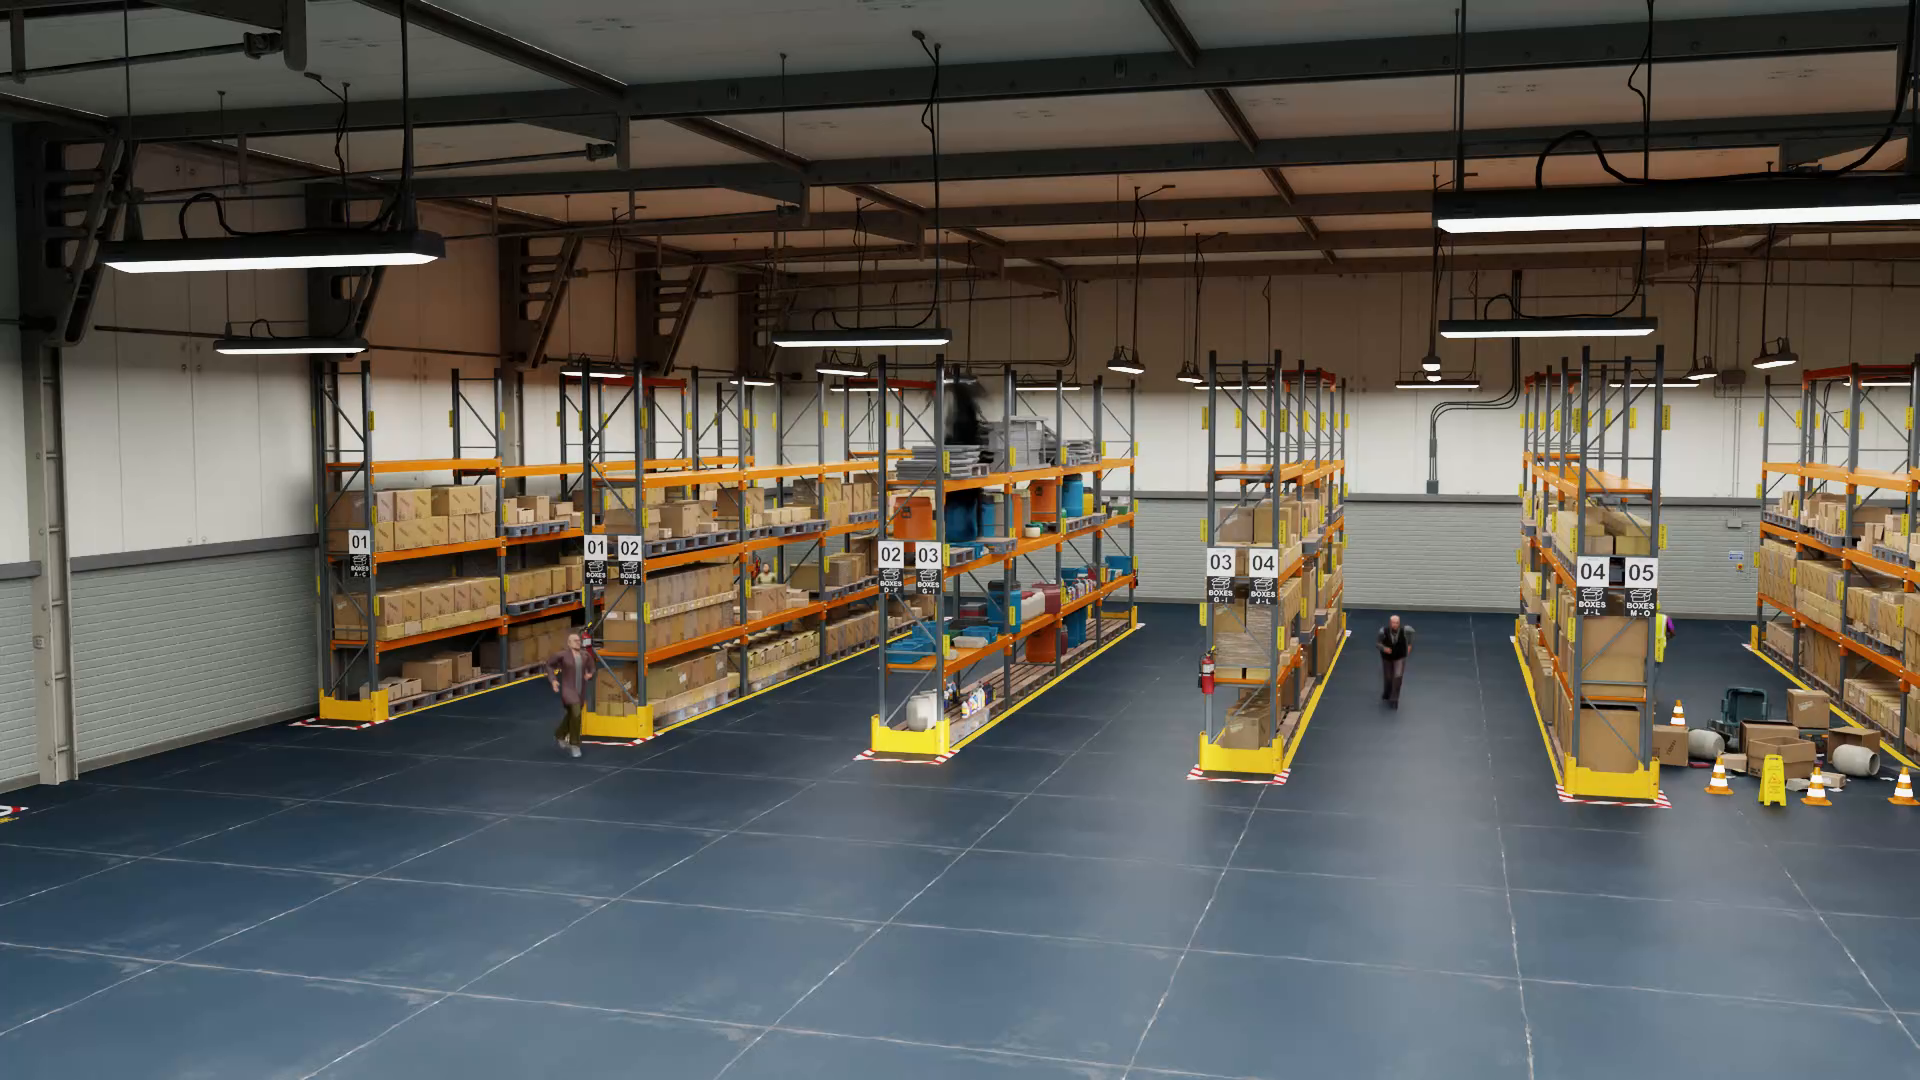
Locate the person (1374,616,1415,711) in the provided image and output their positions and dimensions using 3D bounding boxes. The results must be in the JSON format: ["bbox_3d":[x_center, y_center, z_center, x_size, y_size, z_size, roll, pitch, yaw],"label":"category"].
[{"bbox_3d":[7.609,2.126,29.203,0.701,1.682,0.992,1,4,9],"label":"person"}]

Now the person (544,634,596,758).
[{"bbox_3d":[-5.850,2.321,25.136,0.848,1.821,0.701,4,5,41],"label":"person"}]

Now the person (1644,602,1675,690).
[{"bbox_3d":[12.773,1.953,30.621,0.683,1.732,0.612,1,4,15],"label":"person"}]

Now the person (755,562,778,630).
[{"bbox_3d":[-4.623,1.355,39.683,0.586,1.628,0.516,0,4,4],"label":"person"}]
